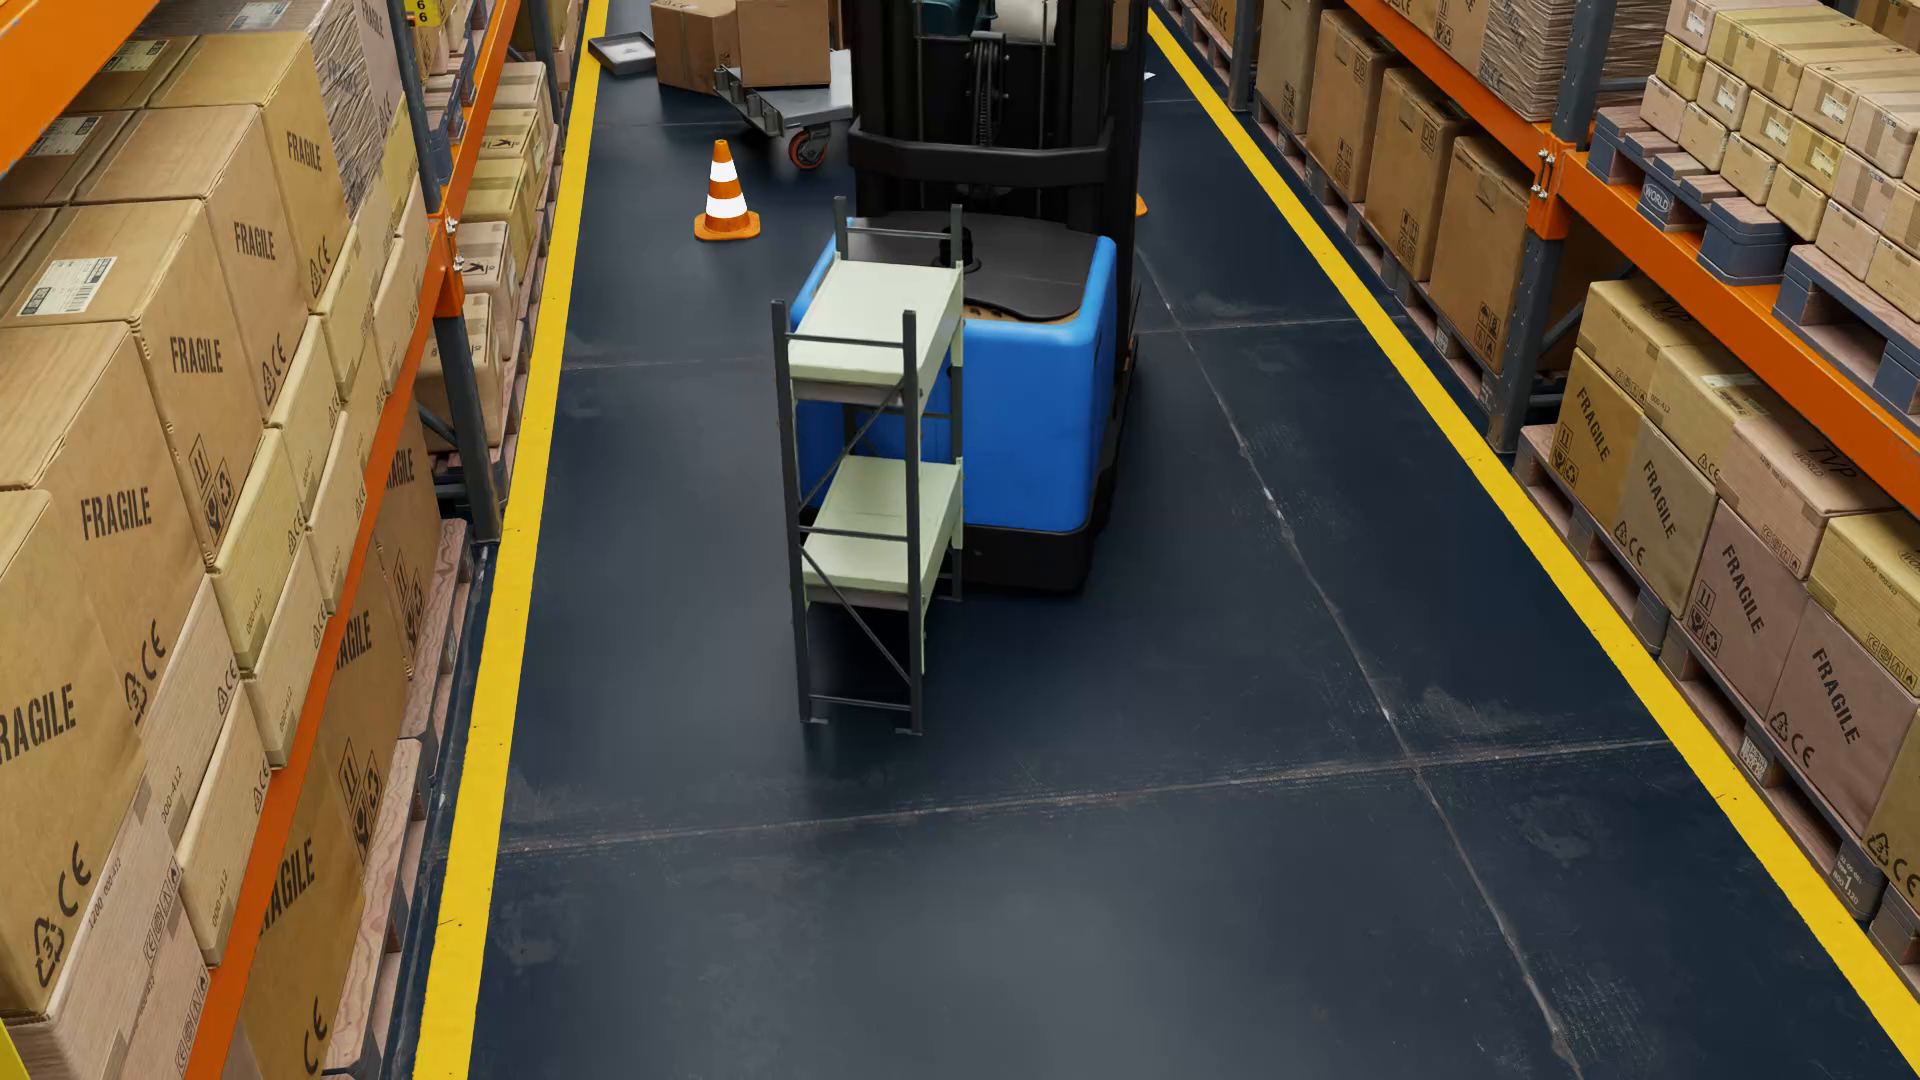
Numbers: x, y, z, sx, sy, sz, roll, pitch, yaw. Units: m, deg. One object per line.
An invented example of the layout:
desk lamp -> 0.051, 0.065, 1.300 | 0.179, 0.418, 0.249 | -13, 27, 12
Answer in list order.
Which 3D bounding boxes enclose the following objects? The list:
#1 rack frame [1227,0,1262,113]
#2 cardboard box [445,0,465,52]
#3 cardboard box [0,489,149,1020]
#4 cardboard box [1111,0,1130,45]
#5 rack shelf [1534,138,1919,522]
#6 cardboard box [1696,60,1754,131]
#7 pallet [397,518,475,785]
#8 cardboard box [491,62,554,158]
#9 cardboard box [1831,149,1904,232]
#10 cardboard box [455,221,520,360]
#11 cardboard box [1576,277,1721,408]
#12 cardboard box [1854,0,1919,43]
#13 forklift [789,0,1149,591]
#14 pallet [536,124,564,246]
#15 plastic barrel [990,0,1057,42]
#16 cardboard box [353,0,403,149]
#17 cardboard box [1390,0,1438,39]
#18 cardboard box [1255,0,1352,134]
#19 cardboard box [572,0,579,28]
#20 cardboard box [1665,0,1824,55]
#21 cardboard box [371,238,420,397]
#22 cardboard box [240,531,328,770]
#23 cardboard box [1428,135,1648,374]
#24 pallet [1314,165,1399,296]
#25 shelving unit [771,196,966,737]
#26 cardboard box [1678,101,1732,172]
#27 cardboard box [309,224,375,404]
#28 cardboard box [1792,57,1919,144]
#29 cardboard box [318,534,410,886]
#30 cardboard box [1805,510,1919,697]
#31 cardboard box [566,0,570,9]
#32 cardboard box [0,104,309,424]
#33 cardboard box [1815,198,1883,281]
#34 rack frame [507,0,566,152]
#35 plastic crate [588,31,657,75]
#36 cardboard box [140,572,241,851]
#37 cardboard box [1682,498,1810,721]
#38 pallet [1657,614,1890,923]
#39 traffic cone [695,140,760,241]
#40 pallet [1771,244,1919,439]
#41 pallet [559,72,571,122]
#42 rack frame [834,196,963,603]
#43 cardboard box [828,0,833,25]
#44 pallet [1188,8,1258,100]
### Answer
rack frame -> 2.129, -3.884, 9.285 | 1.000, 3.000, 0.127 | -4, 35, -6
cardboard box -> -2.096, -1.957, 6.308 | 0.380, 0.149, 0.250 | -4, 34, -6
cardboard box -> -1.460, 0.290, 2.184 | 0.500, 0.500, 0.500 | -4, 34, -6
cardboard box -> 0.904, -3.640, 11.146 | 0.500, 0.500, 0.500 | 1, 34, 2
rack shelf -> 2.936, -0.238, 4.575 | 1.077, 0.370, 4.000 | -4, 35, -6
cardboard box -> 2.572, -1.408, 5.239 | 0.380, 0.149, 0.250 | -3, 34, -4
pallet -> -2.193, 0.378, 5.508 | 1.003, 0.211, 1.213 | -4, 35, -6
cardboard box -> -2.689, -2.248, 8.845 | 0.950, 0.372, 0.625 | -4, 34, -6
cardboard box -> 2.678, -0.980, 4.610 | 0.380, 0.149, 0.250 | -4, 35, -6
cardboard box -> -2.397, -1.035, 7.066 | 0.950, 0.372, 0.625 | -5, 35, -7
cardboard box -> 2.520, -0.699, 5.793 | 0.500, 0.250, 0.500 | -6, 35, -9
cardboard box -> 3.188, -1.728, 5.444 | 0.380, 0.149, 0.250 | -6, 35, -8
forklift -> 0.180, -1.854, 6.368 | 1.130, 2.935, 3.031 | 6, 35, 8
pallet -> -2.656, -1.866, 8.800 | 1.003, 0.211, 1.213 | -4, 35, -6
plastic barrel -> 0.457, -3.336, 10.769 | 0.512, 0.421, 0.421 | 20, 39, 26
cardboard box -> -1.895, -1.406, 4.673 | 0.500, 0.500, 0.500 | -5, 35, -8
cardboard box -> 2.208, -2.481, 7.139 | 0.500, 0.500, 0.500 | -5, 35, -7
cardboard box -> 2.302, -2.788, 9.302 | 1.050, 0.750, 0.750 | -5, 35, -7
cardboard box -> -2.731, -3.432, 10.692 | 0.500, 0.250, 0.500 | -5, 35, -7
cardboard box -> 2.538, -1.692, 5.391 | 0.380, 0.149, 0.250 | -4, 35, -6
cardboard box -> -1.815, -0.612, 4.617 | 0.500, 0.250, 0.500 | -4, 34, -6
cardboard box -> -1.608, 0.233, 3.378 | 0.500, 0.250, 0.500 | -5, 35, -7
cardboard box -> 2.675, -1.242, 7.034 | 1.050, 0.750, 0.750 | -5, 35, -7
pallet -> 2.475, -1.624, 8.446 | 1.003, 0.211, 1.213 | -4, 35, -6
shelving unit -> -0.254, -0.218, 5.238 | 0.431, 1.500, 0.755 | 6, 35, 8
cardboard box -> 2.563, -1.307, 5.354 | 0.380, 0.149, 0.250 | -3, 34, -4
cardboard box -> -1.746, -0.544, 4.074 | 0.500, 0.250, 0.500 | -5, 35, -8
cardboard box -> 2.640, -1.260, 4.757 | 0.380, 0.149, 0.250 | -6, 35, -8
cardboard box -> -2.098, 0.374, 4.551 | 0.875, 0.875, 0.875 | -4, 34, -6
cardboard box -> 2.714, 0.152, 4.544 | 0.500, 0.250, 0.500 | -6, 35, -8
cardboard box -> -2.658, -3.447, 10.047 | 0.500, 0.500, 0.500 | -3, 34, -4
cardboard box -> -1.697, -0.560, 3.431 | 0.500, 0.500, 0.500 | -5, 35, -7
cardboard box -> 2.676, -0.857, 4.694 | 0.380, 0.149, 0.250 | -3, 34, -5
rack frame -> -2.762, -3.452, 8.652 | 1.000, 3.000, 0.127 | -4, 35, -6
plastic crate -> -2.161, -3.184, 10.851 | 0.402, 0.080, 0.583 | -16, 38, -23
cardboard box -> -1.564, 0.312, 2.818 | 0.500, 0.250, 0.500 | -4, 34, -6
cardboard box -> 2.654, 0.188, 5.157 | 0.500, 0.500, 0.500 | -5, 35, -8
pallet -> 2.932, 0.616, 5.158 | 1.003, 0.211, 1.213 | -4, 35, -6
traffic cone -> -1.208, -1.818, 8.507 | 0.336, 0.463, 0.334 | -4, 35, -6
pallet -> 2.974, -0.471, 4.447 | 1.003, 0.211, 1.213 | -4, 35, -6
pallet -> -2.887, -2.672, 9.984 | 1.003, 0.211, 1.213 | -4, 35, -6
rack frame -> -0.191, -0.421, 5.535 | 0.400, 1.500, 0.023 | 6, 35, 8
cardboard box -> -0.555, -3.864, 11.474 | 0.637, 0.503, 0.797 | 27, 43, 34
pallet -> 2.105, -3.162, 10.702 | 1.003, 0.211, 1.213 | -4, 35, -6
